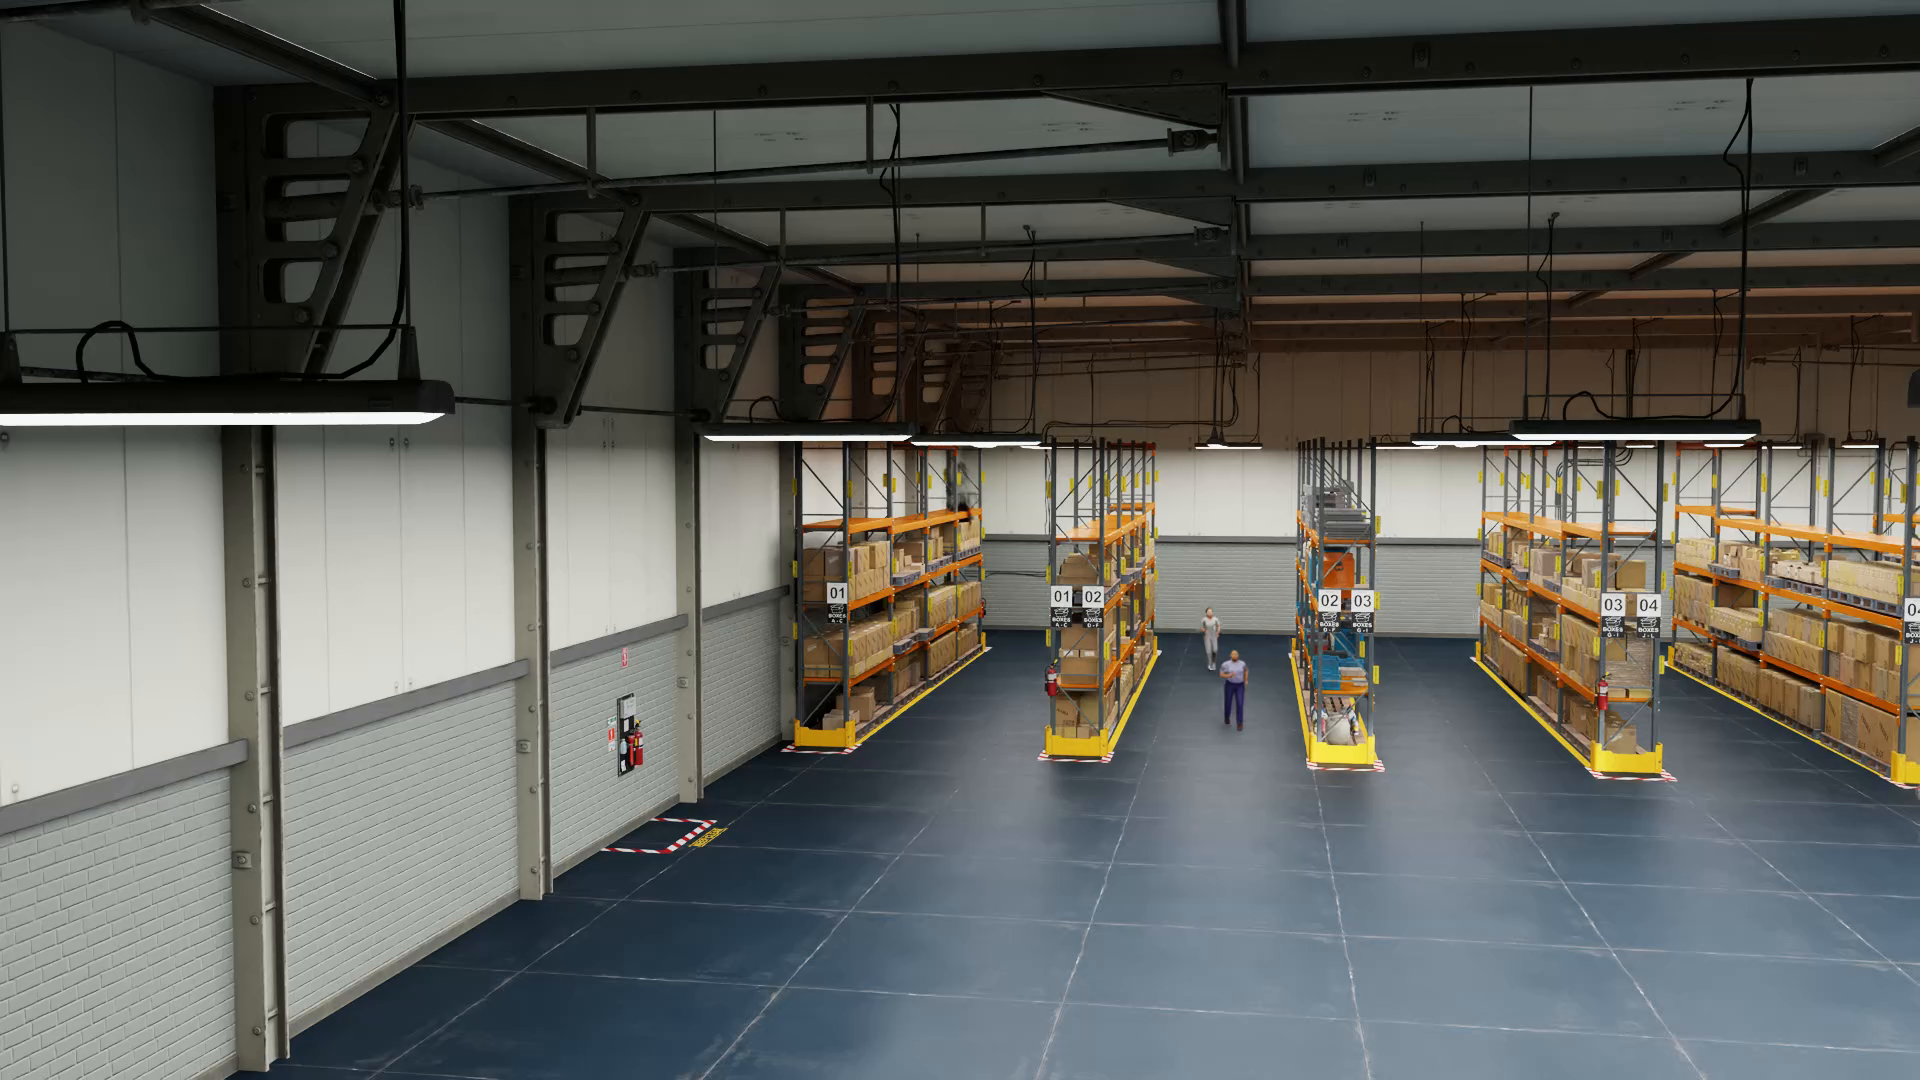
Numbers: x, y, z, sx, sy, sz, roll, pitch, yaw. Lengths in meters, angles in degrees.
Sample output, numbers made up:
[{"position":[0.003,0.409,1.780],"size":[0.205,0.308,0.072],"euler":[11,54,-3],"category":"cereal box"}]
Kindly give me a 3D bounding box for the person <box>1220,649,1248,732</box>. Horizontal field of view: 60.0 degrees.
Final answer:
[{"position":[5.661,3.065,34.316],"size":[0.604,1.639,0.939],"euler":[0,3,2],"category":"person"}]

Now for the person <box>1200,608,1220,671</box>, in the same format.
[{"position":[6.551,2.595,43.466],"size":[0.540,1.653,0.655],"euler":[0,3,4],"category":"person"}]
